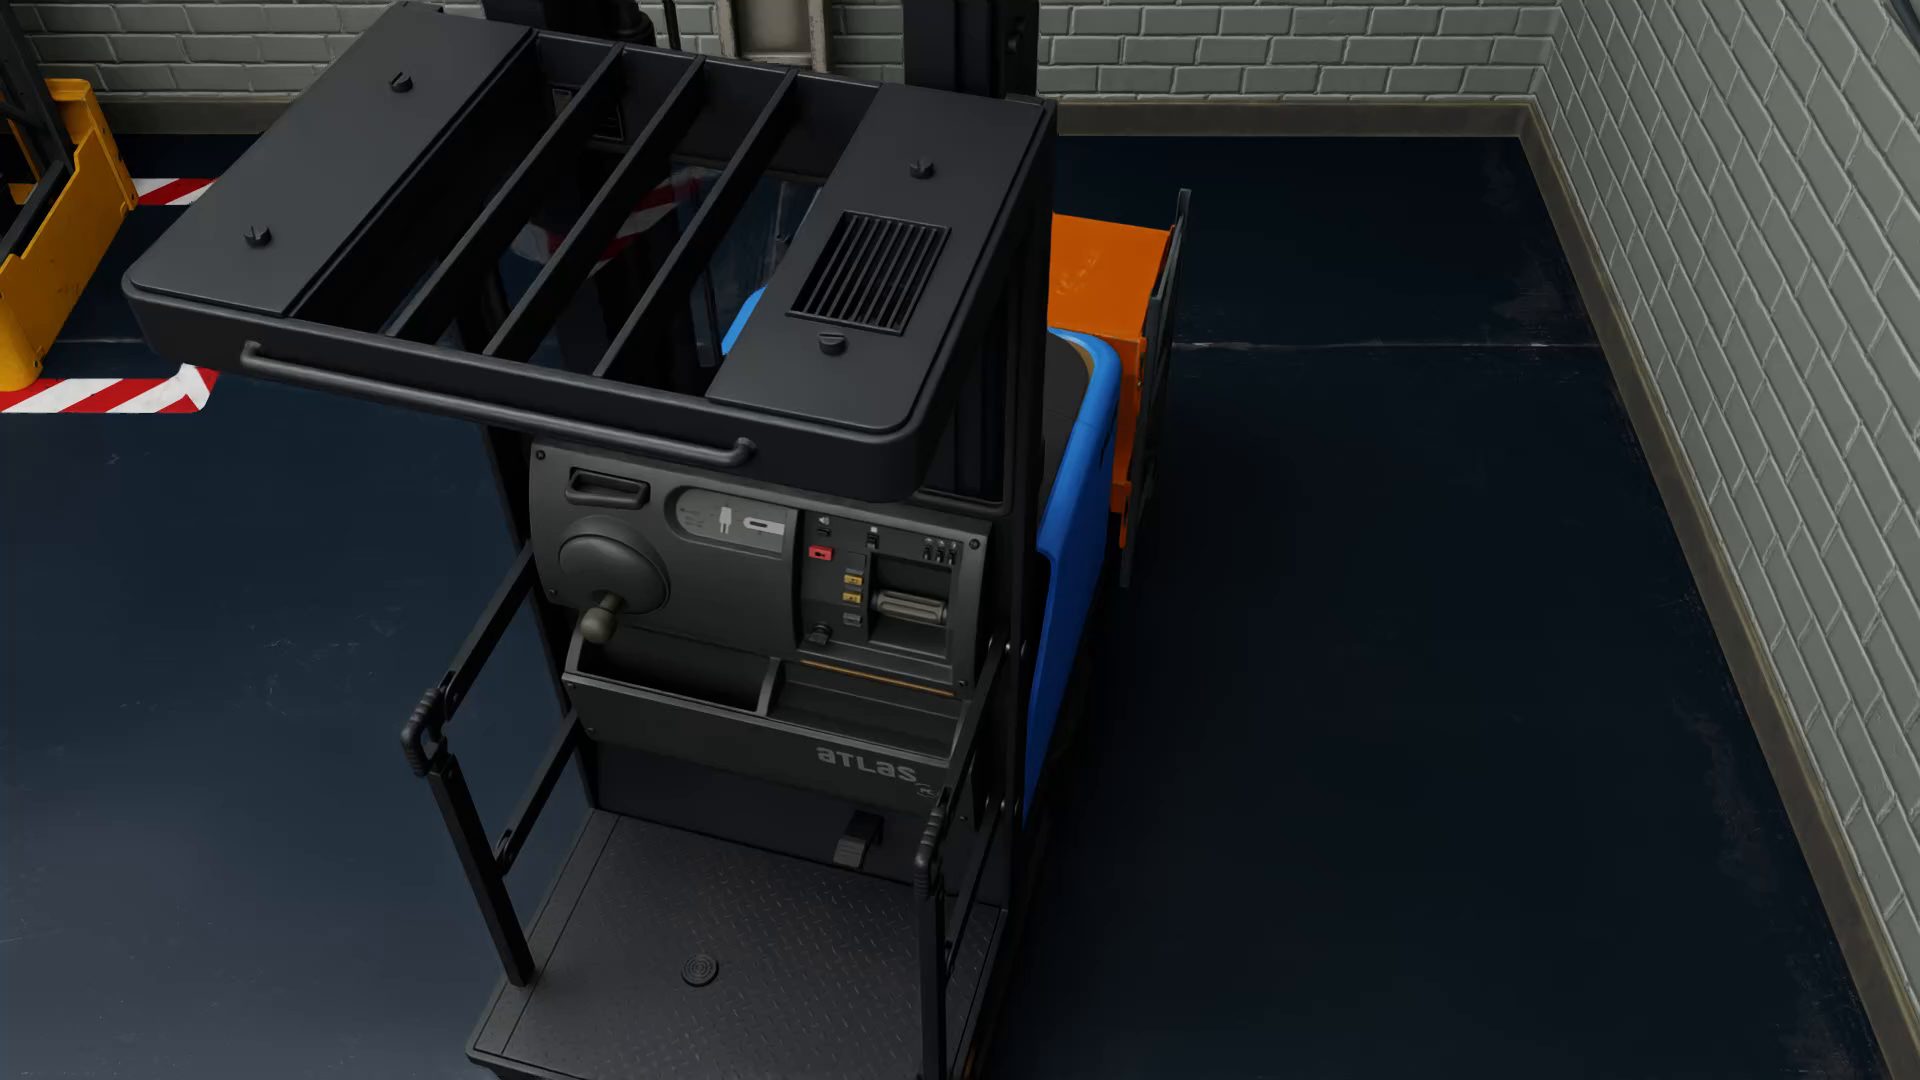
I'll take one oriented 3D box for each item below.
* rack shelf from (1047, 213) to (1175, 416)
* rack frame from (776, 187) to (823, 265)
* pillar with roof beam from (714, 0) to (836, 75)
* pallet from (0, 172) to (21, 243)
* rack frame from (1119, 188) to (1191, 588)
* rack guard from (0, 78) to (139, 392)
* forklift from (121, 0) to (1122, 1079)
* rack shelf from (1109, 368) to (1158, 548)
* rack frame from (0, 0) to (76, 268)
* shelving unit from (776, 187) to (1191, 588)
[{"bbox_3d":[0.074,-0.708,4.741,1.000,0.278,0.538,11,48,10],"label":"rack shelf"},{"bbox_3d":[-0.419,-0.602,5.042,0.032,1.125,0.500,11,48,10],"label":"rack frame"},{"bbox_3d":[-0.711,-1.480,0.480,0.400,9.000,9.100,0,47,0],"label":"pillar with roof beam"},{"bbox_3d":[-4.198,-0.956,5.996,1.213,0.211,1.003,0,47,0],"label":"pallet"},{"bbox_3d":[0.566,-0.416,4.869,0.032,1.125,0.500,11,48,10],"label":"rack frame"},{"bbox_3d":[-3.374,-1.110,5.941,0.348,0.500,1.175,0,47,0],"label":"rack guard"},{"bbox_3d":[-0.459,0.159,3.099,1.130,2.935,3.031,12,48,11],"label":"forklift"},{"bbox_3d":[0.074,-0.342,5.134,1.000,0.278,0.538,11,48,10],"label":"rack shelf"},{"bbox_3d":[-3.398,-1.962,5.027,0.127,3.000,1.000,0,47,0],"label":"rack frame"},{"bbox_3d":[0.074,-0.509,4.955,1.048,1.125,0.538,11,48,10],"label":"shelving unit"}]
